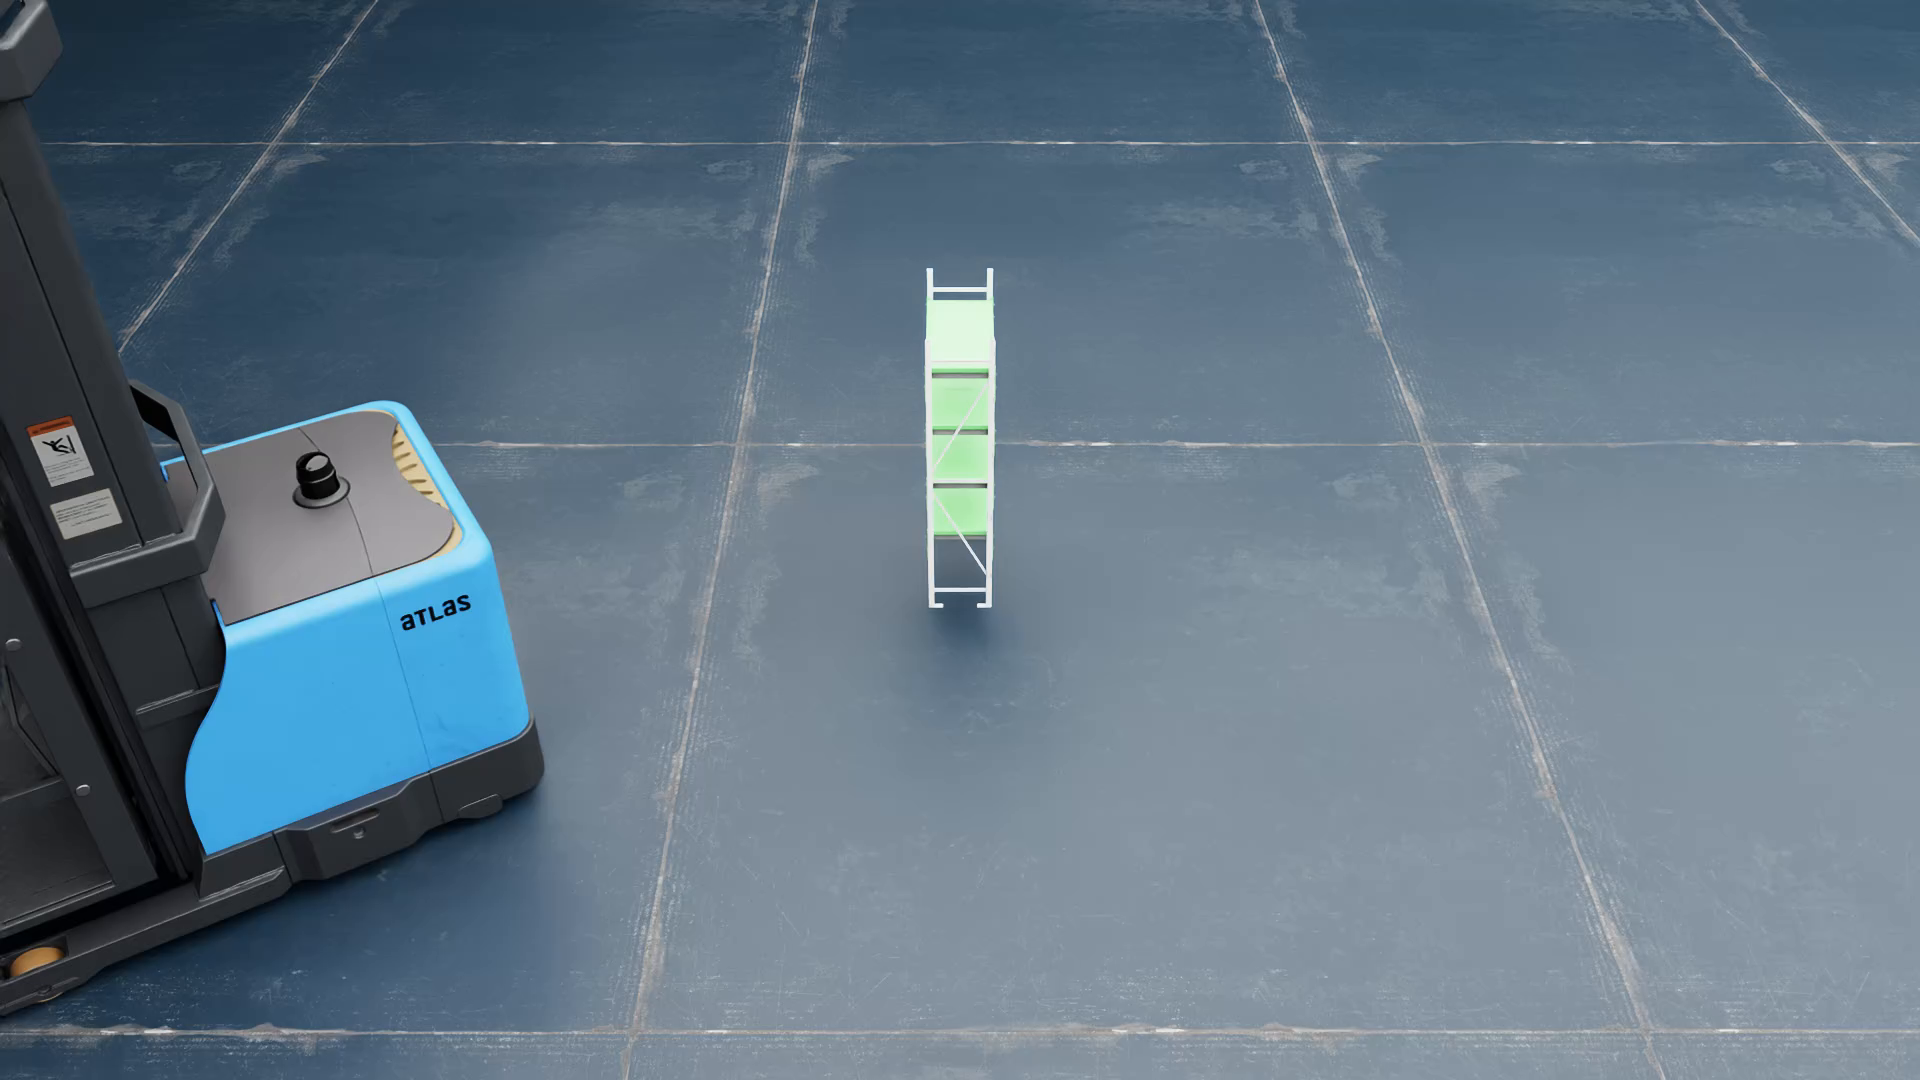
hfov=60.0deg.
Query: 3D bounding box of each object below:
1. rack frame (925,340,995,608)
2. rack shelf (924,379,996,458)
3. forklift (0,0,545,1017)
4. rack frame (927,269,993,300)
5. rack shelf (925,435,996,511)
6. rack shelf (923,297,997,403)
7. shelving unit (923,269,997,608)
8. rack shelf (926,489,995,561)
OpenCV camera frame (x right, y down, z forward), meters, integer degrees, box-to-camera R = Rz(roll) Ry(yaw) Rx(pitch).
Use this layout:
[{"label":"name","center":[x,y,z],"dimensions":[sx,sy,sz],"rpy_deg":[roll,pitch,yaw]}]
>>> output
[{"label":"rack frame","center":[0.000,-0.212,6.055],"dimensions":[0.240,1.200,0.015],"rpy_deg":[0,39,0]},{"label":"rack shelf","center":[0.000,-0.502,6.135],"dimensions":[0.258,0.148,0.480],"rpy_deg":[0,39,0]},{"label":"forklift","center":[-2.941,-0.070,4.494],"dimensions":[3.031,2.935,1.130],"rpy_deg":[-21,43,-24]},{"label":"rack frame","center":[0.000,-0.517,6.436],"dimensions":[0.240,1.200,0.015],"rpy_deg":[0,39,0]},{"label":"rack shelf","center":[0.000,-0.315,6.286],"dimensions":[0.258,0.148,0.480],"rpy_deg":[0,39,0]},{"label":"rack shelf","center":[0.000,-0.689,5.985],"dimensions":[0.258,0.148,0.480],"rpy_deg":[0,39,0]},{"label":"shelving unit","center":[0.000,-0.365,6.246],"dimensions":[0.258,1.200,0.503],"rpy_deg":[0,39,0]},{"label":"rack shelf","center":[0.000,-0.128,6.436],"dimensions":[0.258,0.148,0.480],"rpy_deg":[0,39,0]}]
